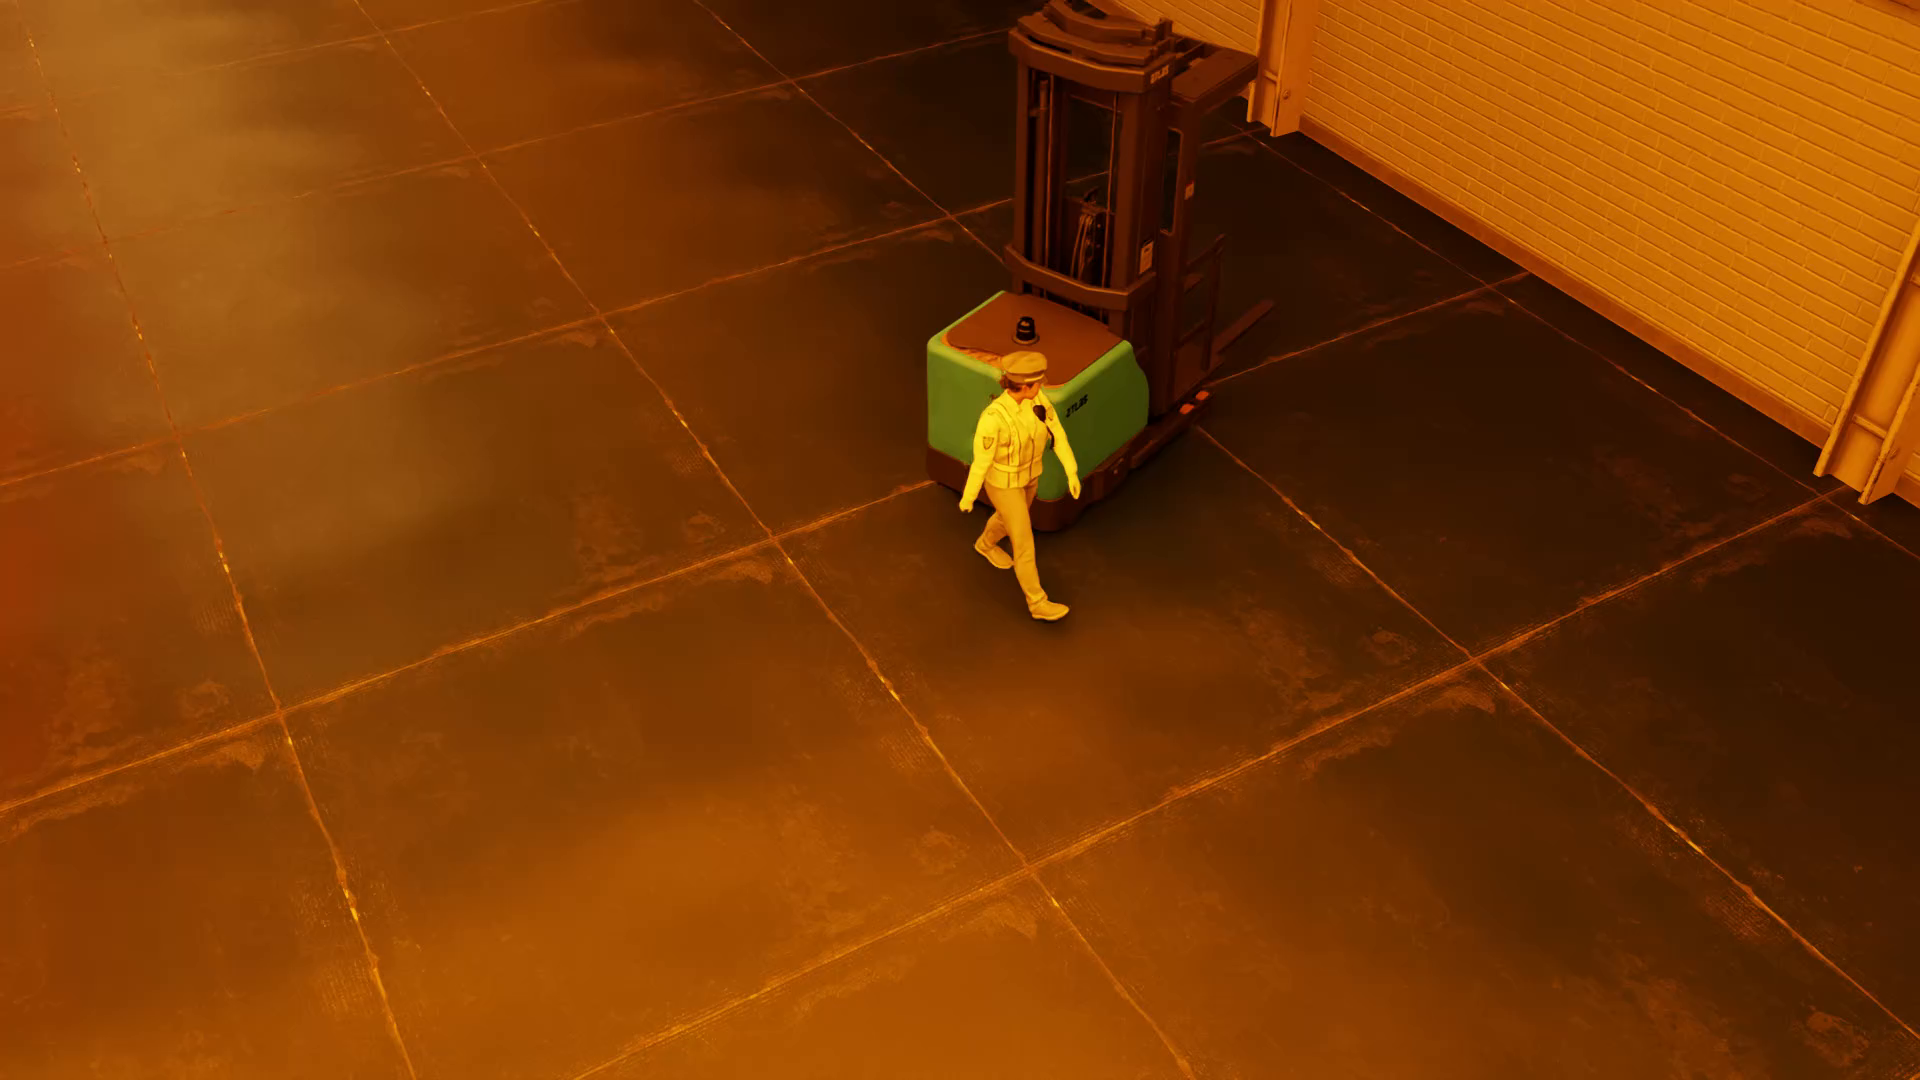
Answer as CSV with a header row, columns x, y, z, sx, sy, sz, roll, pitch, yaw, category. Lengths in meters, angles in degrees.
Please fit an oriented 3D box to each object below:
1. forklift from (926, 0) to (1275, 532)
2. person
x,y,z,sx,sy,sz,roll,pitch,yaw,category
1.090,-2.061,10.521,1.130,2.935,3.031,27,47,29,forklift
0.347,-0.306,9.451,0.884,1.605,0.605,28,47,30,person
